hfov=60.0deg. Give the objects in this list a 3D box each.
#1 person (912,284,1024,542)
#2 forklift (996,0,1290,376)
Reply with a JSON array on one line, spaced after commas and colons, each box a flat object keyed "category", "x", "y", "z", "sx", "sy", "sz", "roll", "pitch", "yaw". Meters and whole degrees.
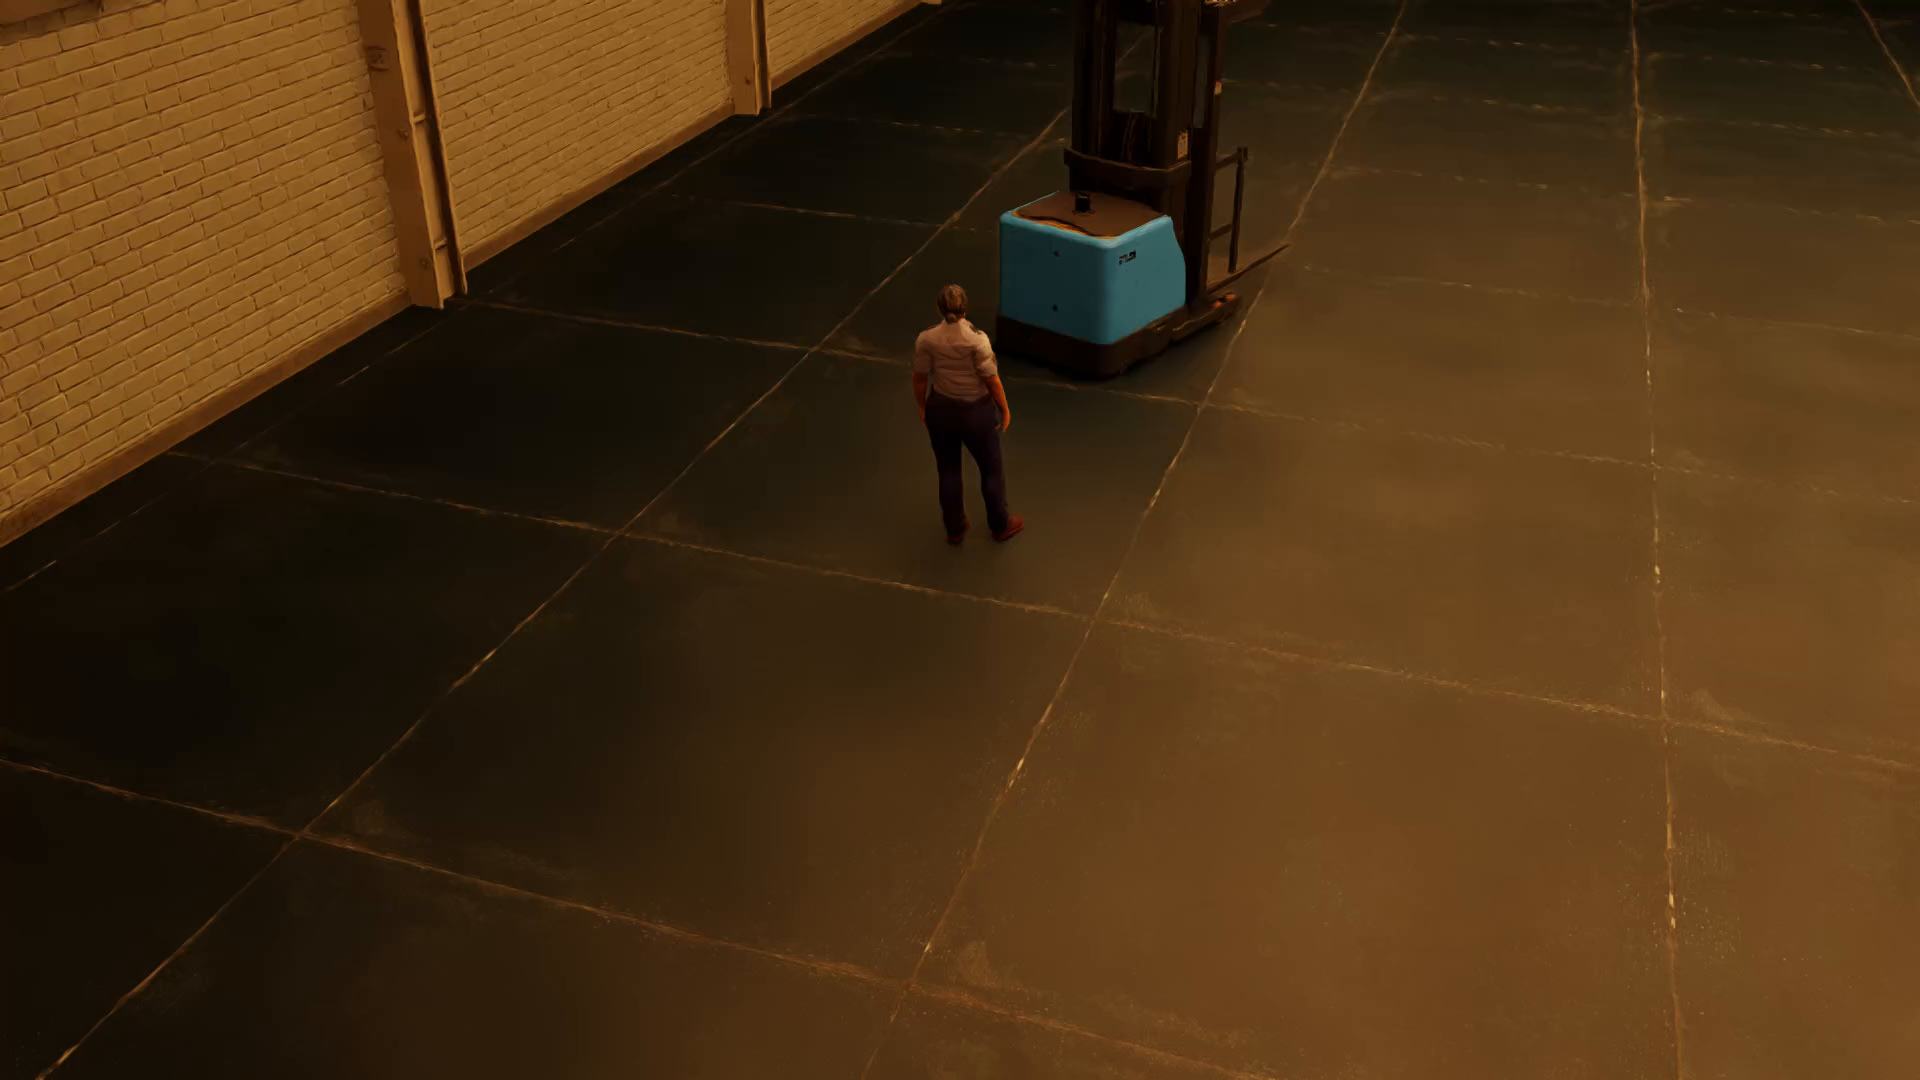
[{"category": "person", "x": 0.051, "y": -0.760, "z": 9.752, "sx": 0.599, "sy": 1.650, "sz": 0.502, "roll": 10, "pitch": 31, "yaw": 16}, {"category": "forklift", "x": 1.589, "y": -3.125, "z": 12.619, "sx": 1.130, "sy": 2.935, "sz": 3.031, "roll": 22, "pitch": 36, "yaw": 33}]
